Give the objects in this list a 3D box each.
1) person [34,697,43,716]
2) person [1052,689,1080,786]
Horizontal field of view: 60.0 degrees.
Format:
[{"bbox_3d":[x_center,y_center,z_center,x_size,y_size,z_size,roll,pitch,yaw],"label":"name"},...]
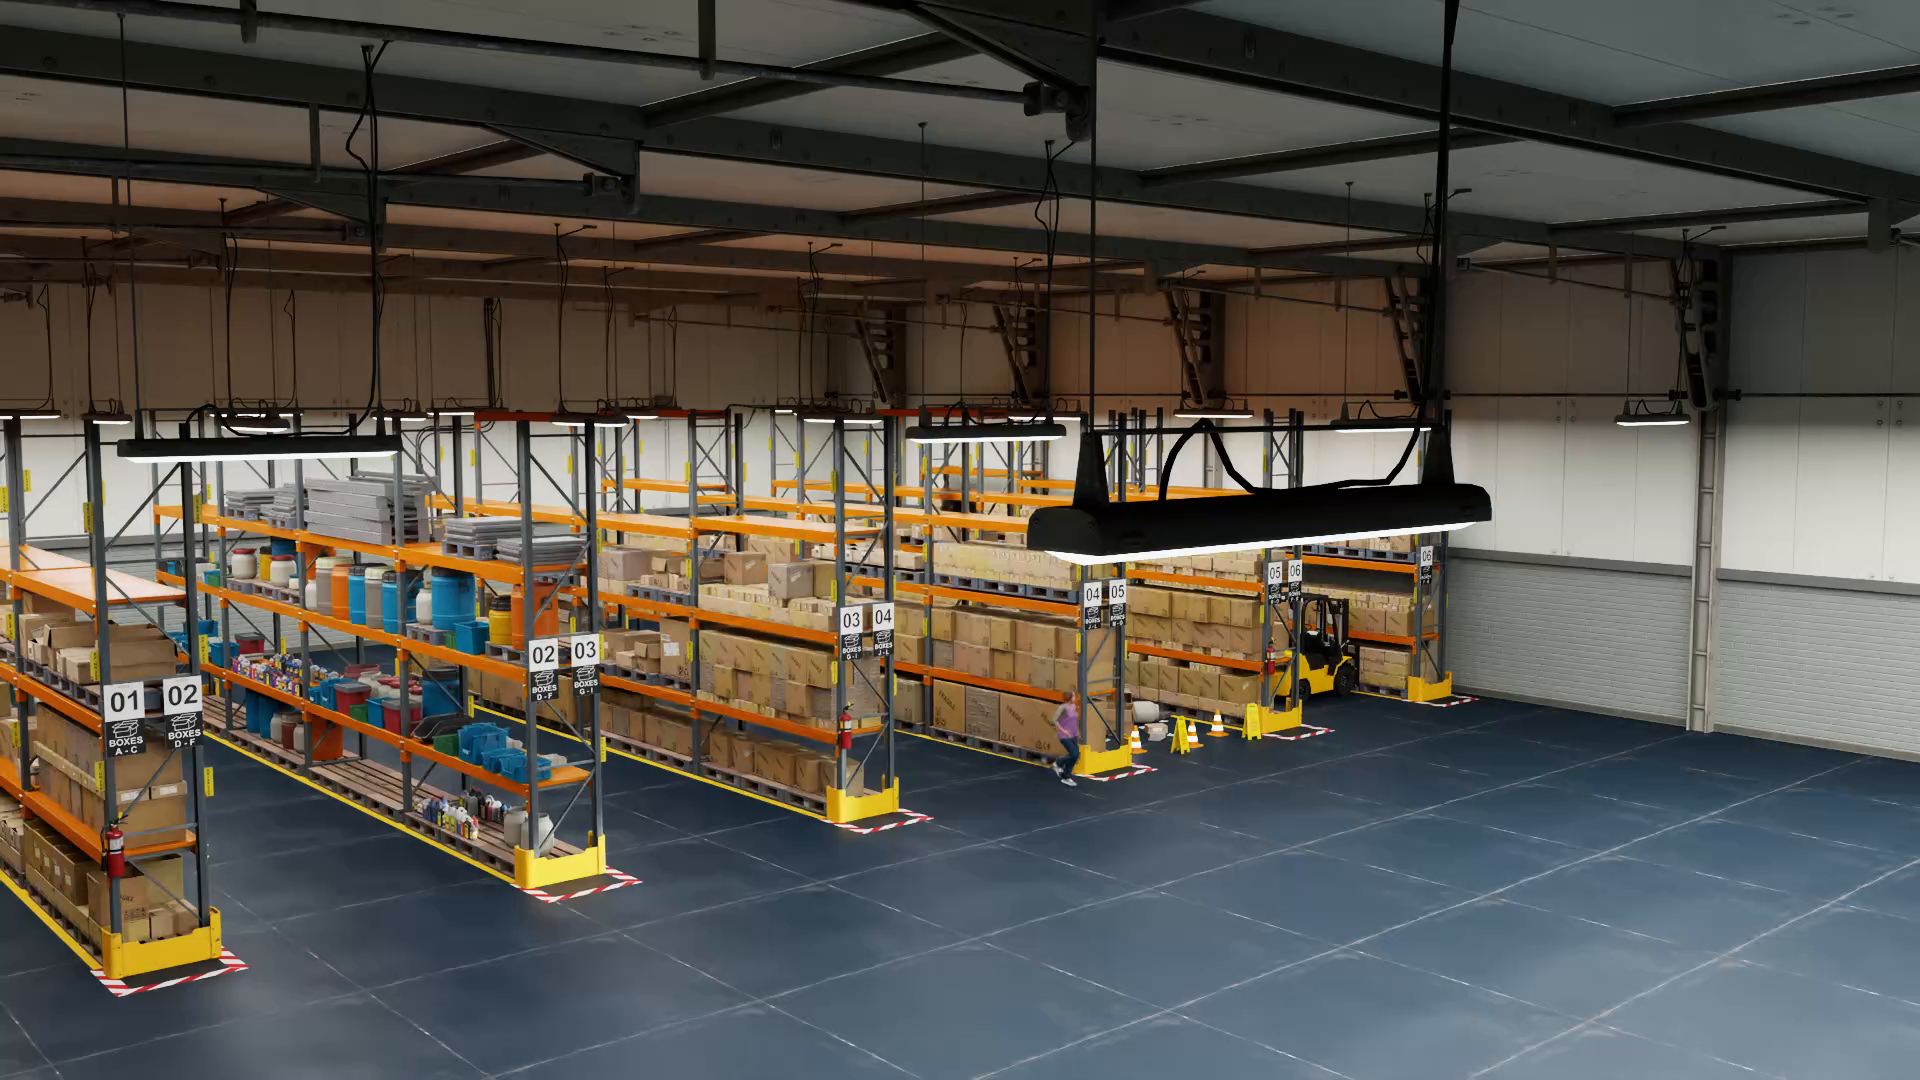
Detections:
[{"bbox_3d":[-17.031,2.756,30.656,0.832,1.821,0.683,3,6,29],"label":"person"},{"bbox_3d":[1.751,3.199,26.966,0.493,1.569,0.570,4,6,39],"label":"person"}]
